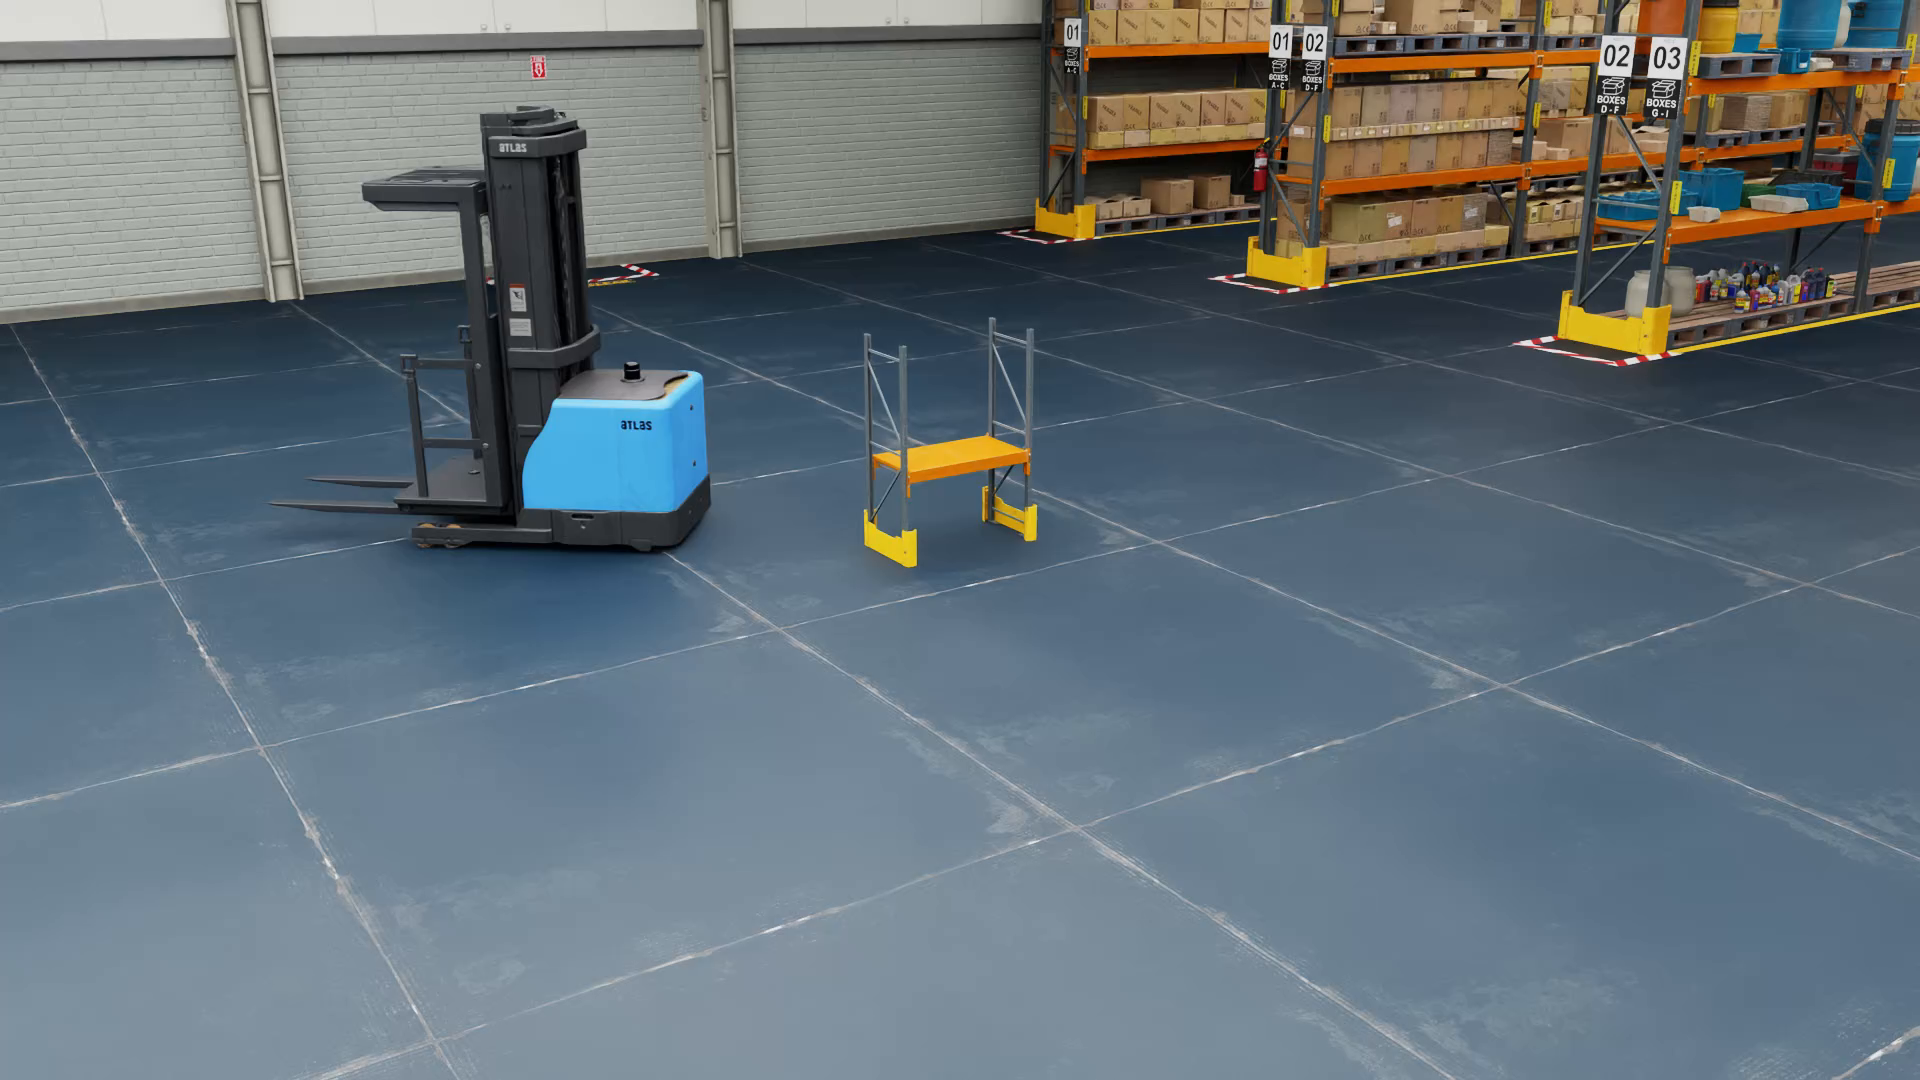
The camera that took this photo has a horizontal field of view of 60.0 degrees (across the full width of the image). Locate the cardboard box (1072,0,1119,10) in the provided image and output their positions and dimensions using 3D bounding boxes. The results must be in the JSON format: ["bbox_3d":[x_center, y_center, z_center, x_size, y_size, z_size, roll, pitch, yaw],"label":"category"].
[{"bbox_3d":[2.014,-8.119,24.645,0.500,0.500,0.500,-14,23,-35],"label":"cardboard box"}]

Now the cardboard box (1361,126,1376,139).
[{"bbox_3d":[5.160,-5.297,21.561,0.250,0.149,0.380,-12,22,-31],"label":"cardboard box"}]

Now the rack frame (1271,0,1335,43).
[{"bbox_3d":[4.286,-7.682,20.418,0.127,3.000,1.000,-12,22,-31],"label":"rack frame"}]

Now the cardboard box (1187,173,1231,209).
[{"bbox_3d":[4.054,-5.700,27.138,0.500,0.500,0.500,-14,23,-35],"label":"cardboard box"}]

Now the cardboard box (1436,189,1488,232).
[{"bbox_3d":[6.936,-4.571,23.050,0.500,0.500,0.500,-12,22,-31],"label":"cardboard box"}]

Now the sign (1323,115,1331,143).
[{"bbox_3d":[4.586,-5.138,20.785,0.005,0.325,0.100,-12,22,-31],"label":"sign"}]

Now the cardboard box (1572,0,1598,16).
[{"bbox_3d":[8.626,-7.654,23.424,0.500,0.500,0.500,-10,21,-26],"label":"cardboard box"}]

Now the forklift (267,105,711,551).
[{"bbox_3d":[-3.390,-1.493,11.585,3.031,2.935,1.130,2,19,6],"label":"forklift"}]

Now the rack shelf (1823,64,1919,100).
[{"bbox_3d":[12.018,-5.652,20.219,4.000,0.370,1.077,-12,22,-31],"label":"rack shelf"}]

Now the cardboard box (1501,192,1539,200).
[{"bbox_3d":[8.238,-4.948,24.460,0.500,0.311,0.500,-11,22,-30],"label":"cardboard box"}]

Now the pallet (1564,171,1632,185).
[{"bbox_3d":[12.259,-7.070,32.329,1.213,0.211,1.003,-12,22,-31],"label":"pallet"}]

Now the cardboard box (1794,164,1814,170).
[{"bbox_3d":[14.628,-6.155,28.482,0.500,0.500,0.500,-12,22,-31],"label":"cardboard box"}]

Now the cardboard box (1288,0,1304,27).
[{"bbox_3d":[5.400,-8.611,27.038,0.500,0.500,0.500,-9,20,-24],"label":"cardboard box"}]

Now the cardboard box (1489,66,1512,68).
[{"bbox_3d":[9.766,-8.546,30.516,0.500,0.250,0.500,-13,22,-33],"label":"cardboard box"}]

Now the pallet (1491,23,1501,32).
[{"bbox_3d":[8.748,-9.033,29.391,1.003,0.211,1.213,-11,21,-29],"label":"pallet"}]

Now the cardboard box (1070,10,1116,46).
[{"bbox_3d":[1.975,-7.635,24.773,0.500,0.500,0.500,-11,22,-30],"label":"cardboard box"}]

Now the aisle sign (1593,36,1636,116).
[{"bbox_3d":[6.784,-4.813,17.239,0.004,0.787,0.394,-12,22,-31],"label":"aisle sign"}]

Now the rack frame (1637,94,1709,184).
[{"bbox_3d":[10.967,-6.250,25.547,0.127,3.000,1.000,-12,22,-31],"label":"rack frame"}]

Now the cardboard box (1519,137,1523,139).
[{"bbox_3d":[8.260,-5.685,24.088,0.258,0.266,0.396,-13,22,-33],"label":"cardboard box"}]

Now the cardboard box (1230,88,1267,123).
[{"bbox_3d":[4.674,-6.997,26.790,0.500,0.500,0.500,-12,22,-32],"label":"cardboard box"}]

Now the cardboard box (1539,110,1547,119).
[{"bbox_3d":[10.586,-7.862,30.677,0.250,0.149,0.380,-12,22,-31],"label":"cardboard box"}]

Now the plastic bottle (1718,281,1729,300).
[{"bbox_3d":[8.880,-2.905,19.338,0.097,0.201,0.097,0,19,0],"label":"plastic bottle"}]

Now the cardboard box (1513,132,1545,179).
[{"bbox_3d":[10.368,-7.152,30.918,0.750,0.750,0.750,-11,22,-30],"label":"cardboard box"}]

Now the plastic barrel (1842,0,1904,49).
[{"bbox_3d":[10.653,-6.025,19.418,0.708,0.901,0.600,-12,22,-31],"label":"plastic barrel"}]

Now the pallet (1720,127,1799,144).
[{"bbox_3d":[12.589,-6.502,26.594,1.213,0.211,1.003,-12,22,-31],"label":"pallet"}]

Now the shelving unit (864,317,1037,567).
[{"bbox_3d":[-0.064,-0.697,11.465,1.083,1.500,0.587,-12,22,-31],"label":"shelving unit"}]

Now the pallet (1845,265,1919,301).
[{"bbox_3d":[12.002,-3.263,21.068,1.213,0.211,1.003,-12,22,-31],"label":"pallet"}]

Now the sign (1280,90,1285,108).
[{"bbox_3d":[5.204,-7.136,26.816,0.005,0.325,0.100,-12,22,-31],"label":"sign"}]

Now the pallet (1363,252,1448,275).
[{"bbox_3d":[5.920,-3.879,22.889,1.213,0.211,1.003,-12,22,-31],"label":"pallet"}]

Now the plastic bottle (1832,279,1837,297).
[{"bbox_3d":[10.216,-2.955,19.484,0.097,0.201,0.097,0,19,0],"label":"plastic bottle"}]

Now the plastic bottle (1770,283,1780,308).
[{"bbox_3d":[9.232,-2.780,18.859,0.097,0.271,0.097,0,19,0],"label":"plastic bottle"}]

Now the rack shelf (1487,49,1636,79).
[{"bbox_3d":[9.297,-6.977,24.140,4.000,0.370,1.077,-12,22,-31],"label":"rack shelf"}]

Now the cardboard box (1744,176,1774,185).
[{"bbox_3d":[12.794,-5.552,26.698,0.500,0.500,0.500,-13,23,-33],"label":"cardboard box"}]

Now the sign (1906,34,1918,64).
[{"bbox_3d":[10.641,-5.495,18.619,0.005,0.325,0.100,-12,22,-31],"label":"sign"}]

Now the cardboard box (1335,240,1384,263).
[{"bbox_3d":[5.272,-3.861,22.119,0.500,0.250,0.500,-12,22,-31],"label":"cardboard box"}]

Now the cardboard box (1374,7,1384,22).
[{"bbox_3d":[5.567,-6.856,21.921,0.500,0.311,0.500,-9,21,-25],"label":"cardboard box"}]

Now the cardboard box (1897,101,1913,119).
[{"bbox_3d":[15.729,-7.197,28.193,0.500,0.500,0.500,-12,22,-32],"label":"cardboard box"}]

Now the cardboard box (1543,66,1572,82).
[{"bbox_3d":[10.899,-8.593,30.657,0.500,0.250,0.500,-11,22,-30],"label":"cardboard box"}]

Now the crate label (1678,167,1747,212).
[{"bbox_3d":[8.396,-3.928,18.625,0.616,0.435,0.502,-12,22,-31],"label":"crate label"}]

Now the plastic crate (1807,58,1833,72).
[{"bbox_3d":[9.230,-5.125,17.947,0.396,0.136,0.243,-12,22,-31],"label":"plastic crate"}]

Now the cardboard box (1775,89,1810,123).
[{"bbox_3d":[13.789,-7.177,27.478,0.700,0.500,0.500,14,23,35],"label":"cardboard box"}]

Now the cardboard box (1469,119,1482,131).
[{"bbox_3d":[6.874,-5.658,22.628,0.250,0.149,0.380,-12,22,-32],"label":"cardboard box"}]

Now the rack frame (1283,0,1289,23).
[{"bbox_3d":[4.899,-9.711,26.419,0.127,3.000,1.000,-12,22,-31],"label":"rack frame"}]

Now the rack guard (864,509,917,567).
[{"bbox_3d":[-0.480,-0.017,11.406,0.087,0.250,0.587,-12,22,-31],"label":"rack guard"}]

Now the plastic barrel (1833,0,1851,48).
[{"bbox_3d":[9.880,-5.869,18.907,0.421,0.512,0.421,0,19,0],"label":"plastic barrel"}]

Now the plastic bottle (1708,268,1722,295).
[{"bbox_3d":[8.777,-3.001,19.387,0.185,0.351,0.144,-11,22,-29],"label":"plastic bottle"}]

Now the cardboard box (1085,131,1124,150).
[{"bbox_3d":[2.141,-6.104,25.320,0.500,0.250,0.500,-13,22,-33],"label":"cardboard box"}]

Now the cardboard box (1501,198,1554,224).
[{"bbox_3d":[8.109,-4.713,23.764,0.500,0.311,0.500,-12,22,-31],"label":"cardboard box"}]

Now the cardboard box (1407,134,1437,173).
[{"bbox_3d":[5.974,-5.240,22.405,0.500,0.500,0.700,-11,22,-30],"label":"cardboard box"}]

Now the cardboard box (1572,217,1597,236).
[{"bbox_3d":[8.959,-4.628,24.387,0.500,0.250,0.500,-13,22,-33],"label":"cardboard box"}]

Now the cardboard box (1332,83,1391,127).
[{"bbox_3d":[5.163,-5.685,21.694,0.500,0.500,0.700,-13,22,-33],"label":"cardboard box"}]

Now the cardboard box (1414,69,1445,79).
[{"bbox_3d":[8.476,-8.276,29.719,0.500,0.250,0.500,-11,22,-30],"label":"cardboard box"}]
